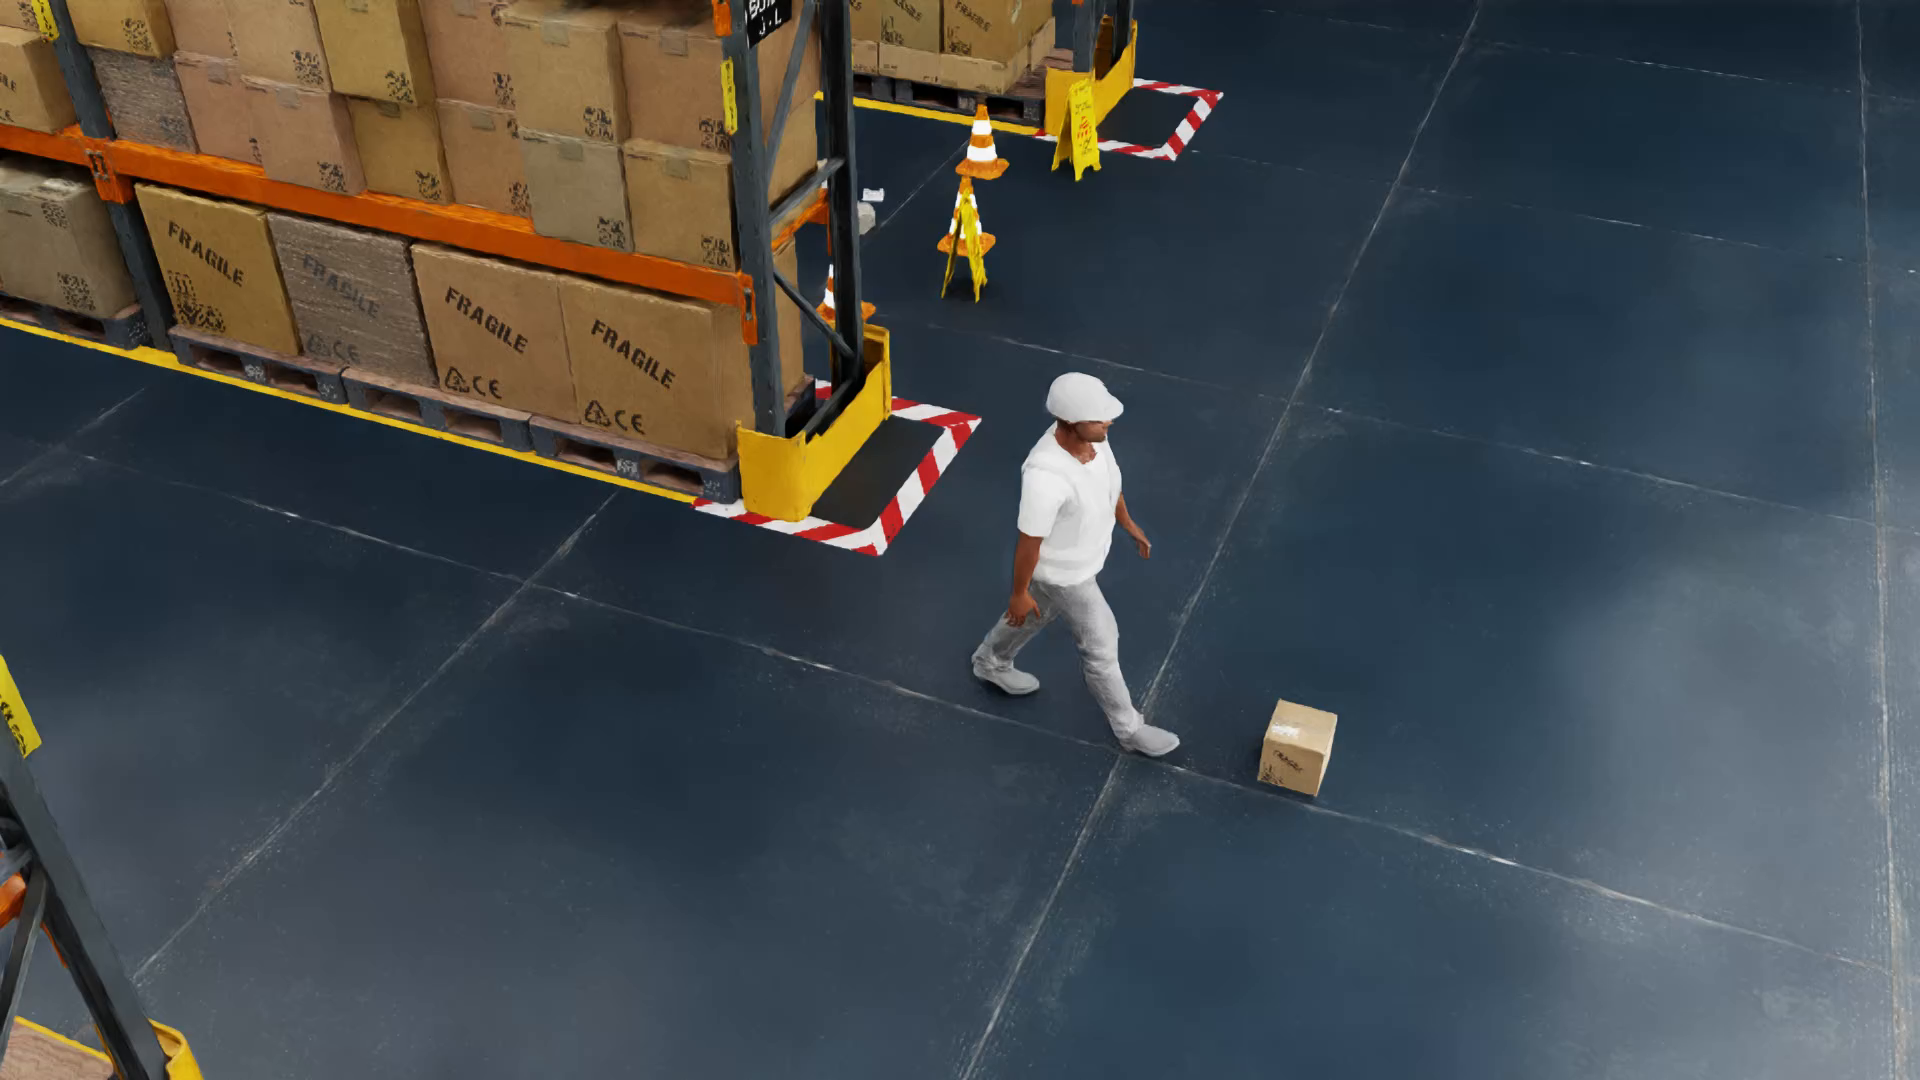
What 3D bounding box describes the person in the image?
[{"bbox_3d":[0.496,0.076,6.703,0.999,1.730,0.626,13,39,16],"label":"person"}]
